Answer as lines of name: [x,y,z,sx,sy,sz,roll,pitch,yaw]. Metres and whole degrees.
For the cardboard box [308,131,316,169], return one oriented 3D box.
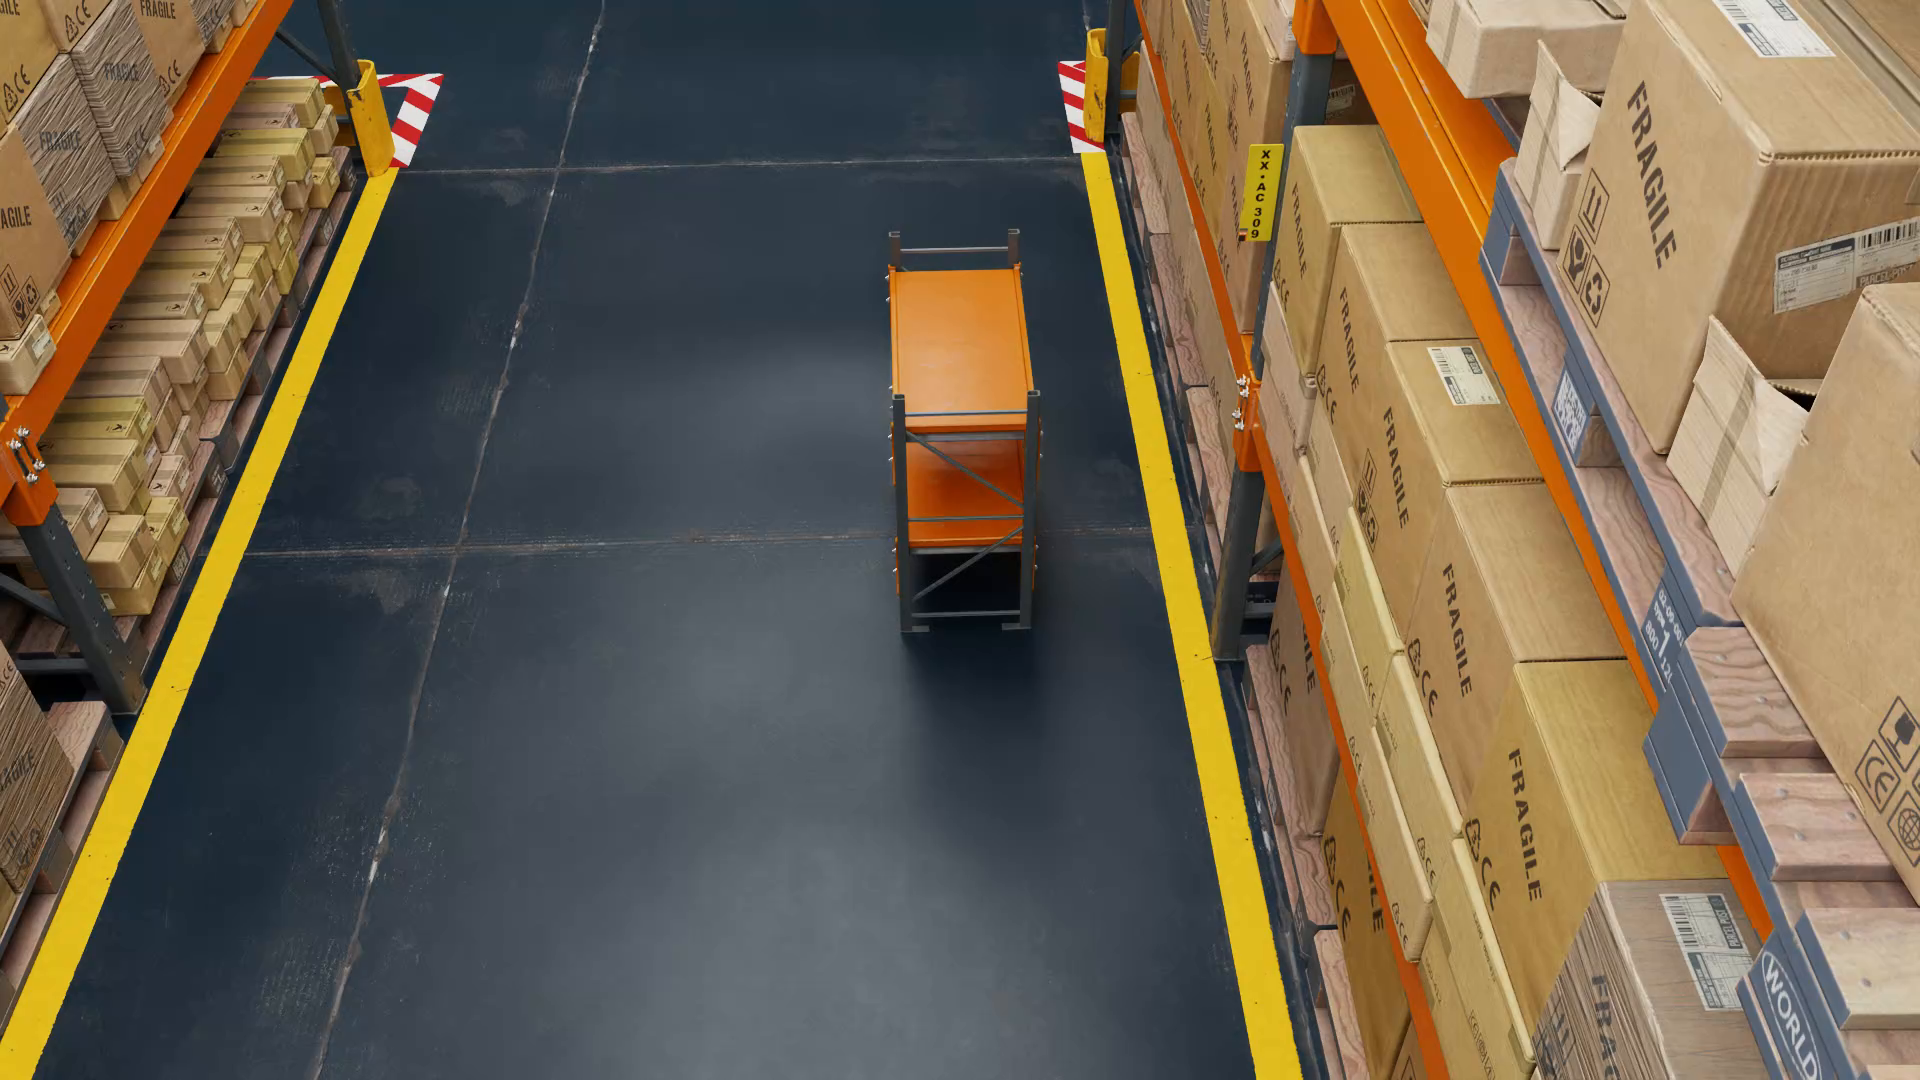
cardboard box: [-3.396,-1.878,8.158,0.380,0.149,0.250,-3,43,-3]

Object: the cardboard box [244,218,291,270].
cardboard box: [-3.295,-1.356,7.589,0.380,0.149,0.250,-1,43,-1]

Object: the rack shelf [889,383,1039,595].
rack shelf: [0.000,-0.239,6.540,0.538,0.278,1.000,-2,43,-2]

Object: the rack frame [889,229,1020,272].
rack frame: [-0.022,-0.762,6.749,0.500,1.125,0.032,-2,43,-2]

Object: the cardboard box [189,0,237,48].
cardboard box: [-3.337,-2.352,6.801,0.500,0.500,0.500,-2,43,-2]

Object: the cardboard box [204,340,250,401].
cardboard box: [-3.281,-0.724,7.119,0.380,0.149,0.250,-3,43,-3]

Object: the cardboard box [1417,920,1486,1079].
cardboard box: [1.296,1.036,3.511,0.500,0.250,0.500,-2,43,-2]

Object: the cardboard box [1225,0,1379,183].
cardboard box: [1.154,-1.417,5.262,0.500,0.500,0.500,-2,43,-2]

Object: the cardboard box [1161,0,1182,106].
cardboard box: [1.104,-2.083,6.729,0.500,0.500,0.500,0,43,0]

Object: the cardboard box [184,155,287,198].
cardboard box: [-3.347,-1.645,7.683,0.380,0.149,0.250,-3,43,-4]

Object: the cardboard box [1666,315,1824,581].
cardboard box: [1.212,-0.131,2.242,0.396,0.266,0.258,-3,43,-3]

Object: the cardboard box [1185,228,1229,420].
cardboard box: [1.492,-0.942,7.144,0.875,0.438,0.875,-3,43,-3]

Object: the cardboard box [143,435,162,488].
cardboard box: [-3.334,-0.290,6.425,0.380,0.149,0.250,-2,43,-2]

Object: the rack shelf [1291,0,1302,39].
rack shelf: [1.365,-2.891,5.997,1.077,0.370,4.000,-2,43,-2]

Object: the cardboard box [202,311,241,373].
cardboard box: [-3.278,-0.830,7.015,0.380,0.149,0.250,-2,43,-2]

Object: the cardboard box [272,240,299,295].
cardboard box: [-3.296,-1.257,7.701,0.380,0.149,0.250,-3,43,-4]

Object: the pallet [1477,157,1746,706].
pallet: [1.489,-0.224,2.695,1.003,0.211,1.213,0,43,0]

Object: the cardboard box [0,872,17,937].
cardboard box: [-3.187,1.115,4.853,0.500,0.500,0.500,-3,43,-3]

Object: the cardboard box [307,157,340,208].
cardboard box: [-3.318,-1.775,8.265,0.380,0.149,0.250,0,43,0]

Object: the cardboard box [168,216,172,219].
cardboard box: [-3.947,-1.414,7.872,0.380,0.149,0.250,-1,43,-1]

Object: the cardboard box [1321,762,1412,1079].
cardboard box: [1.602,0.954,4.751,0.875,0.875,0.875,-1,43,-1]

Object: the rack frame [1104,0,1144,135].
rack frame: [1.280,-3.401,8.241,1.000,3.000,0.127,-2,43,-2]

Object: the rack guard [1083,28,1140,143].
rack guard: [1.279,-2.496,9.103,1.175,0.500,0.348,-2,43,-2]

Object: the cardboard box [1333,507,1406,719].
cardboard box: [1.232,0.168,4.088,0.500,0.250,0.500,-1,43,-1]

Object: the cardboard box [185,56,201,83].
cardboard box: [-3.398,-2.014,6.913,0.380,0.149,0.250,-3,43,-4]

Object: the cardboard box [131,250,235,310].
cardboard box: [-3.340,-1.108,7.098,0.380,0.149,0.250,-1,43,-2]

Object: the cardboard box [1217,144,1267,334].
cardboard box: [1.175,-1.043,5.594,0.500,0.500,0.500,-1,43,-1]

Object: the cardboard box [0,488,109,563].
cardboard box: [-3.299,-0.052,5.946,0.380,0.149,0.250,0,43,0]

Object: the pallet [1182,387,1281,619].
pallet: [1.496,-0.188,6.799,1.003,0.211,1.213,-2,43,-2]

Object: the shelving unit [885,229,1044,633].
shelving unit: [0.000,-0.419,6.375,0.538,1.125,1.048,-2,43,-2]

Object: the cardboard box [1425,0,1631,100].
cardboard box: [1.154,-1.011,3.275,0.380,0.166,0.250,-4,43,-5]

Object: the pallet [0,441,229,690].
pallet: [-3.555,0.085,6.501,1.003,0.211,1.213,-2,43,-2]

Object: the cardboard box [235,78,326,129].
cardboard box: [-3.386,-2.164,8.250,0.380,0.149,0.250,-1,43,-1]

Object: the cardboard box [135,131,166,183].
cardboard box: [-3.281,-1.486,6.337,0.380,0.149,0.250,0,43,0]

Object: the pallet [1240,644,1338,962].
pallet: [1.558,0.846,5.671,1.003,0.211,1.213,-2,43,-2]

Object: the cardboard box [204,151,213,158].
cardboard box: [-3.895,-2.043,8.338,0.380,0.149,0.250,0,43,0]

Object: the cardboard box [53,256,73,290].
cardboard box: [-3.325,-0.949,5.752,0.380,0.149,0.250,-3,43,-4]

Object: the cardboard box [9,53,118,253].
cardboard box: [-3.289,-1.312,5.668,0.500,0.500,0.500,-2,43,-2]

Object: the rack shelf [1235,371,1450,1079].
rack shelf: [1.535,0.915,4.065,1.077,0.370,4.000,-2,43,-2]

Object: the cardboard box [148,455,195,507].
cardboard box: [-3.260,-0.195,6.542,0.380,0.149,0.250,-2,43,-2]

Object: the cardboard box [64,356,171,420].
cardboard box: [-3.345,-0.584,6.527,0.380,0.149,0.250,-3,43,-3]

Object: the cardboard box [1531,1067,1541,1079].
cardboard box: [1.320,1.205,2.957,0.500,0.250,0.500,-3,43,-3]

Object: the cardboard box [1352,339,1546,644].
cardboard box: [1.250,-0.120,3.847,0.500,0.500,0.500,-3,43,-3]

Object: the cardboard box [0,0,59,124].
cardboard box: [-3.304,-1.667,5.314,0.500,0.500,0.500,-3,43,-3]

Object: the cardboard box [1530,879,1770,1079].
cardboard box: [1.307,0.907,2.727,0.500,0.500,0.500,-1,43,-1]

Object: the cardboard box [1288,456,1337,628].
cardboard box: [1.228,0.009,4.632,0.500,0.250,0.500,-3,43,-3]
